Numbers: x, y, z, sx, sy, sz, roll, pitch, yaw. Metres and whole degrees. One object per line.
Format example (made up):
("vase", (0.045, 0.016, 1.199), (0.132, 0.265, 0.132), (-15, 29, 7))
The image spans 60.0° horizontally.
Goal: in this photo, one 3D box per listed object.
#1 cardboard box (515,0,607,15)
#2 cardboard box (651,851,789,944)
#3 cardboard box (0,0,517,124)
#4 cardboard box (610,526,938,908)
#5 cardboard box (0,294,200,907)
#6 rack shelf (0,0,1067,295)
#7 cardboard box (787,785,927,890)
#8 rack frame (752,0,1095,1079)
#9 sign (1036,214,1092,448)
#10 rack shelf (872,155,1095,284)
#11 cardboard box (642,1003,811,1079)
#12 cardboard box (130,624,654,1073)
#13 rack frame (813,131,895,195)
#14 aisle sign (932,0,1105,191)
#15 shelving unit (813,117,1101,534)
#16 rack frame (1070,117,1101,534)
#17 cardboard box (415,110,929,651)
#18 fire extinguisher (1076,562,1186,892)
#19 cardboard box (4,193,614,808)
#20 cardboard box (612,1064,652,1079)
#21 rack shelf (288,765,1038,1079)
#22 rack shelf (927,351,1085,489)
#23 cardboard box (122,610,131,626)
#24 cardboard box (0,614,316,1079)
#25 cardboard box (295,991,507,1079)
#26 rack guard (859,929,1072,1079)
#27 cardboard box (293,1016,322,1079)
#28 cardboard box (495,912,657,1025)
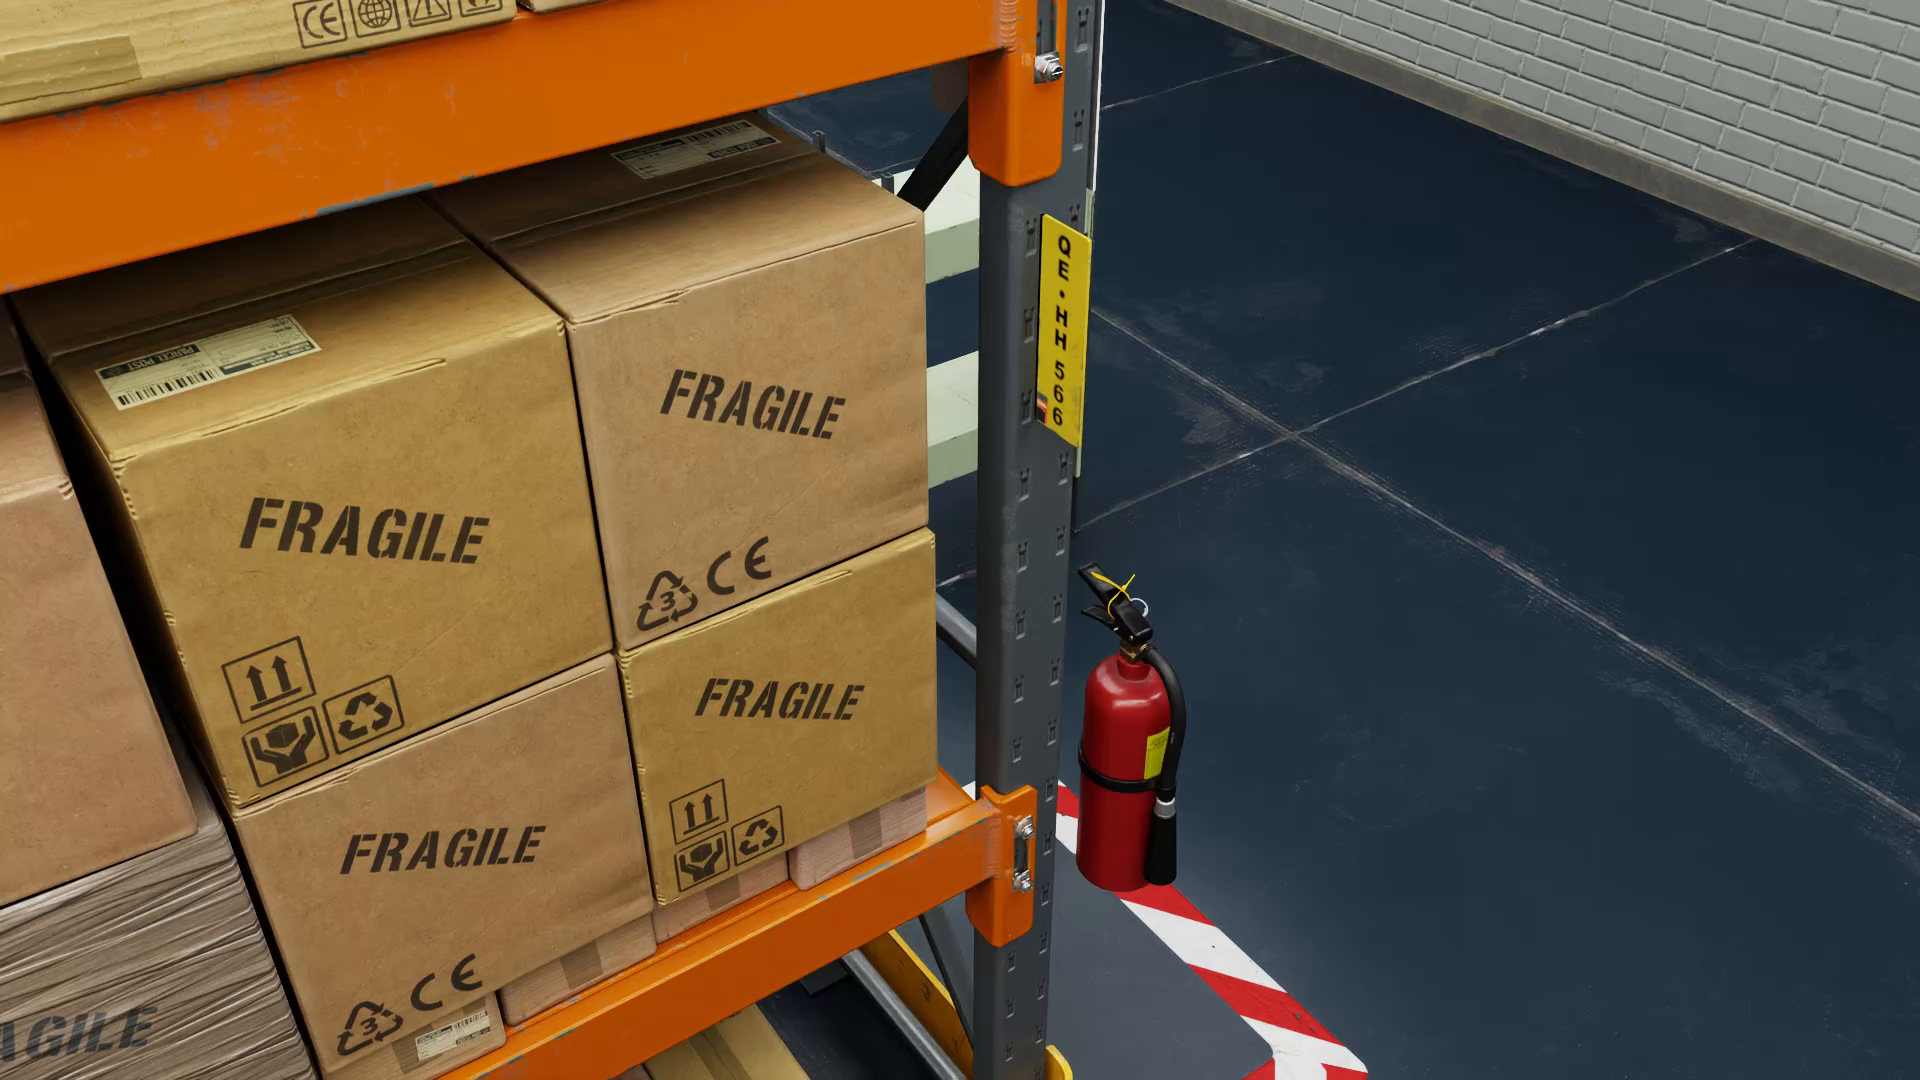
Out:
("cardboard box", (-0.380, -0.837, 1.905), (0.500, 0.250, 0.500), (-23, 42, -29))
("cardboard box", (-0.489, 0.453, 2.767), (0.250, 0.149, 0.380), (-22, 41, -28))
("cardboard box", (-0.793, -0.662, 1.661), (0.500, 0.250, 0.500), (-22, 41, -28))
("cardboard box", (-0.380, 0.153, 2.628), (0.500, 0.500, 0.500), (-21, 41, -27))
("cardboard box", (-1.225, 0.095, 1.852), (0.500, 0.500, 0.500), (-20, 40, -26))
("rack shelf", (-1.795, -0.213, 1.524), (4.000, 0.370, 1.077), (-22, 41, -28))
("cardboard box", (-0.264, 0.387, 2.858), (0.250, 0.149, 0.380), (-22, 41, -28))
("rack frame", (-0.161, 0.040, 3.125), (0.127, 3.000, 1.000), (-22, 41, -28))
("sign", (0.143, -0.286, 2.317), (0.005, 0.325, 0.100), (-22, 41, -28))
("rack shelf", (-0.005, -0.923, 5.081), (0.720, 0.370, 0.431), (-22, 41, -28))
("cardboard box", (-0.447, 1.085, 3.245), (0.250, 0.149, 0.380), (-22, 41, -27))
("cardboard box", (-0.804, 0.324, 2.391), (0.500, 0.500, 0.500), (-23, 42, -29))
("rack frame", (-0.305, -0.484, 5.138), (0.023, 1.500, 0.400), (-22, 41, -28))
("aisle sign", (0.072, -0.896, 2.201), (0.004, 0.787, 0.394), (-22, 41, -28))
("shelving unit", (-0.005, -0.607, 5.309), (0.755, 1.500, 0.431), (-22, 41, -28))
("rack frame", (0.294, -0.730, 5.480), (0.023, 1.500, 0.400), (-22, 41, -28))
("cardboard box", (-0.391, -0.254, 2.338), (0.500, 0.500, 0.500), (-23, 42, -29))
("fire extinguisher", (0.311, 0.359, 3.068), (0.183, 0.674, 0.296), (-22, 41, -28))
("cardboard box", (-0.805, -0.084, 2.101), (0.500, 0.500, 0.500), (-24, 42, -29))
("cardboard box", (-0.686, 1.142, 3.166), (0.250, 0.149, 0.380), (-22, 41, -27))
("rack shelf", (-1.795, 1.005, 2.400), (4.000, 0.370, 1.077), (-22, 41, -28))
("rack shelf", (-0.005, -0.342, 5.499), (0.720, 0.370, 0.431), (-22, 41, -28))
("cardboard box", (-1.109, 0.090, 2.715), (0.500, 0.500, 0.500), (-22, 41, -28))
("cardboard box", (-1.212, 0.499, 2.147), (0.500, 0.500, 0.500), (-22, 41, -28))
("cardboard box", (-0.881, 0.641, 2.505), (0.250, 0.149, 0.380), (-21, 41, -27))
("rack guard", (-0.223, 1.081, 3.819), (0.348, 0.500, 1.175), (-22, 41, -28))
("cardboard box", (-1.113, 0.716, 2.401), (0.250, 0.149, 0.380), (-24, 42, -30))
("cardboard box", (-0.685, 0.544, 2.640), (0.250, 0.149, 0.380), (-23, 42, -28))
